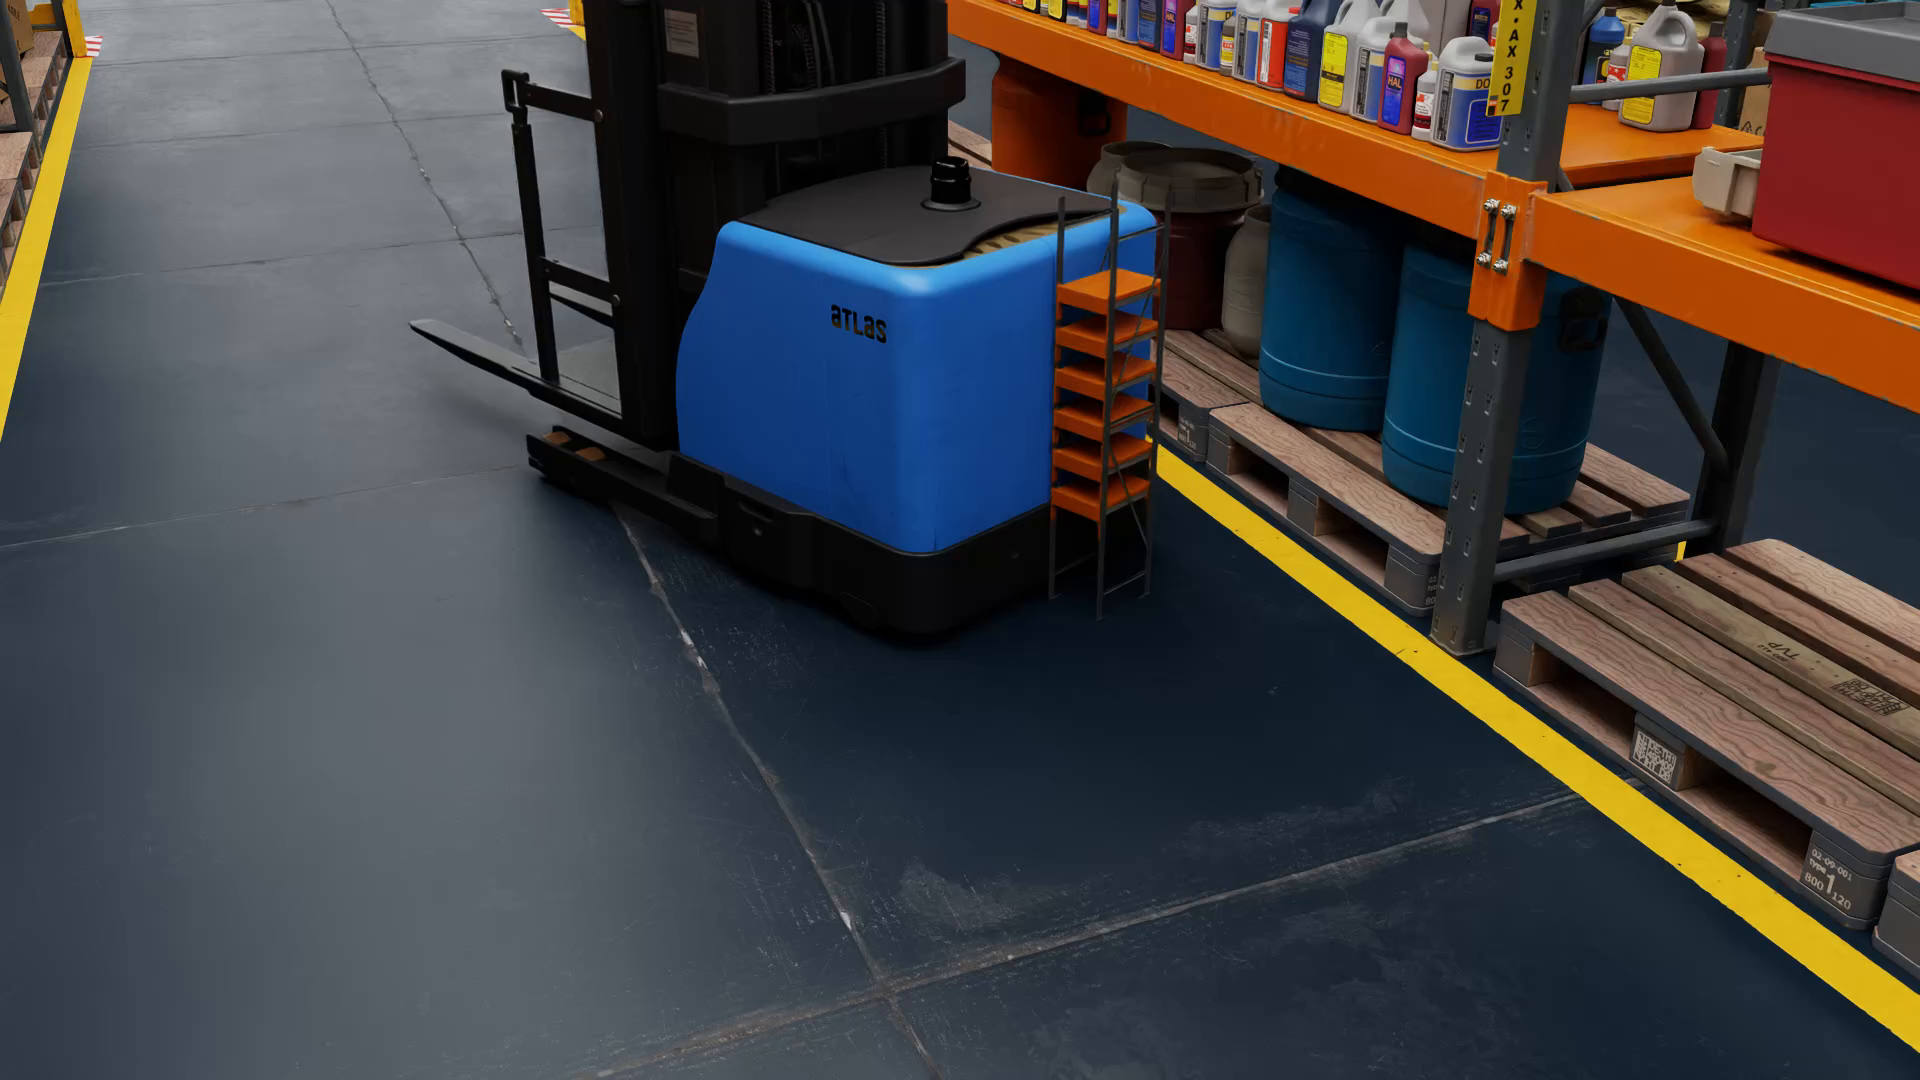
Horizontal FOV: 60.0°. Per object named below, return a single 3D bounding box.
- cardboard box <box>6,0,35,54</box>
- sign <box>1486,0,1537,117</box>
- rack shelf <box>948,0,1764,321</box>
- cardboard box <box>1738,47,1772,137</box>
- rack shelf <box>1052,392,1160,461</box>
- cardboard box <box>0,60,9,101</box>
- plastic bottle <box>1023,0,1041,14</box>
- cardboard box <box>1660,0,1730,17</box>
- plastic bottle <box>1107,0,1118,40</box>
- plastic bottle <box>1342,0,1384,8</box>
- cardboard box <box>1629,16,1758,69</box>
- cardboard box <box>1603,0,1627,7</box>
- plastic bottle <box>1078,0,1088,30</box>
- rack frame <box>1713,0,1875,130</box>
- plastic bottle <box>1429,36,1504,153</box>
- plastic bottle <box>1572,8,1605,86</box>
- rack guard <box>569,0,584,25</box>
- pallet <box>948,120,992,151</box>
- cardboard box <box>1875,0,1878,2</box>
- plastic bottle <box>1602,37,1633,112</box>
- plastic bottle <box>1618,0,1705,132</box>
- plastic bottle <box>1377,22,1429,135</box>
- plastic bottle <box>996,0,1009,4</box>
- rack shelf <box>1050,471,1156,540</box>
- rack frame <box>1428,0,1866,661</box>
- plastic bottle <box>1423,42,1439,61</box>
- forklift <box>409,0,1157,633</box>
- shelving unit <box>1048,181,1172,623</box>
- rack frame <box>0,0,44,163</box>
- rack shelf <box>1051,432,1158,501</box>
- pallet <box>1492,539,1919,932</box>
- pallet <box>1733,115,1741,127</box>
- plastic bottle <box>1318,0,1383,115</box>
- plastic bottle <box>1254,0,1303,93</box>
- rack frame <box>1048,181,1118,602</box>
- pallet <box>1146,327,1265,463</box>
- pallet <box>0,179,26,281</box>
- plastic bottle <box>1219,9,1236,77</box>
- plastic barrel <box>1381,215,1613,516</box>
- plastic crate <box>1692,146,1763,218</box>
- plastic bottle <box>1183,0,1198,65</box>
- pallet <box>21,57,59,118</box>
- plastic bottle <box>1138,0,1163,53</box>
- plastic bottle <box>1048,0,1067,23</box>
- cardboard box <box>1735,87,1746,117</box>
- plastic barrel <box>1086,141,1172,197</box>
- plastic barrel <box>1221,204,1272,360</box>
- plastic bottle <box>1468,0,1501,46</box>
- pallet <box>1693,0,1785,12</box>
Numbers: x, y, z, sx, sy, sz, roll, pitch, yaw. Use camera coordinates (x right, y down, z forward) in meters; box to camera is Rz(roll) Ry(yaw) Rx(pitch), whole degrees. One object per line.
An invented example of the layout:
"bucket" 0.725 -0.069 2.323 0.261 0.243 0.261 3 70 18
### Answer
"cardboard box" -6.962 -3.696 11.772 0.500 0.500 0.500 -3 26 -7
"sign" 1.293 -1.158 3.888 0.100 0.325 0.005 -11 28 -21
"rack shelf" 1.017 -1.612 5.952 1.077 0.370 4.000 -11 28 -21
"cardboard box" 4.708 -2.434 9.163 0.500 0.500 0.500 -9 28 -18
"rack shelf" 0.409 -0.329 4.658 0.180 0.103 0.258 23 34 39
"cardboard box" -6.241 -2.970 10.284 0.500 0.500 0.500 -2 26 -4
"plastic bottle" 0.297 -2.211 6.493 0.061 0.283 0.133 -11 28 -21
"cardboard box" 4.645 -3.270 10.544 0.500 0.311 0.500 -11 28 -22
"plastic bottle" 0.578 -1.937 5.944 0.097 0.271 0.097 0 26 0
"plastic bottle" 1.199 -1.520 5.000 0.144 0.351 0.185 -11 28 -21
"cardboard box" 4.361 -2.966 9.923 0.500 0.311 0.500 -10 28 -19
"cardboard box" 3.957 -3.379 10.768 0.500 0.311 0.500 -11 28 -21
"plastic bottle" 0.488 -2.030 6.135 0.097 0.271 0.097 0 26 0
"rack frame" 4.793 -3.592 9.188 1.000 3.000 0.127 -11 28 -21
"plastic bottle" 1.348 -1.175 4.380 0.152 0.276 0.135 -11 28 -21
"plastic bottle" 1.826 -1.472 4.987 0.152 0.276 0.135 -11 28 -21
"rack guard" -2.826 -4.826 14.565 1.175 0.500 0.348 -11 28 -21
"pallet" -0.508 -2.301 9.721 1.003 0.211 1.213 -11 28 -21
"cardboard box" 8.087 -4.840 14.091 0.700 0.500 0.500 -10 28 -19
"plastic bottle" 1.935 -1.357 4.837 0.097 0.201 0.097 0 26 0
"plastic bottle" 1.945 -1.320 4.590 0.144 0.351 0.185 -11 28 -21
"plastic bottle" 1.216 -1.264 4.554 0.061 0.283 0.133 -11 28 -21
"plastic bottle" 0.192 -2.319 6.714 0.061 0.283 0.133 -11 28 -21
"rack shelf" 0.409 -0.113 4.763 0.180 0.103 0.258 23 34 39
"rack frame" 1.800 -1.128 4.141 1.000 3.000 0.127 -11 28 -21
"plastic bottle" 1.313 -1.318 4.758 0.097 0.201 0.097 0 26 0
"forklift" -0.827 -1.604 5.194 3.031 2.935 1.130 23 34 39
"shelving unit" 0.409 -0.369 4.638 0.189 1.200 0.258 23 34 39
"rack frame" -5.890 -3.506 9.012 1.000 3.000 0.127 -11 28 -21
"rack shelf" 0.409 -0.221 4.710 0.180 0.103 0.258 23 34 39
"pallet" 2.124 0.416 4.158 1.003 0.211 1.213 -11 28 -21
"pallet" 4.506 -2.678 10.494 1.003 0.211 1.213 -11 28 -21
"plastic bottle" 1.139 -1.420 4.796 0.144 0.351 0.185 -11 28 -21
"plastic bottle" 1.008 -1.527 5.099 0.152 0.276 0.135 -11 28 -21
"rack frame" 0.344 -0.397 4.695 0.006 1.200 0.240 23 34 39
"pallet" 1.055 -0.687 6.415 1.003 0.211 1.213 -11 28 -21
"pallet" -5.102 -1.446 7.971 1.003 0.211 1.213 -11 28 -21
"plastic bottle" 0.885 -1.589 5.313 0.097 0.201 0.097 0 26 0
"plastic barrel" 1.603 -0.596 4.965 0.600 0.901 0.708 -11 28 -21
"plastic crate" 1.851 -0.824 3.750 0.396 0.136 0.243 -11 28 -21
"plastic bottle" 0.794 -1.683 5.505 0.097 0.201 0.097 0 26 0
"pallet" -6.667 -3.012 11.177 1.003 0.211 1.213 -11 28 -21
"plastic bottle" 0.708 -1.865 5.707 0.144 0.351 0.185 -11 28 -21
"plastic bottle" 0.388 -2.118 6.302 0.061 0.283 0.133 -11 28 -21
"cardboard box" 4.362 -2.716 10.048 0.500 0.250 0.500 -10 28 -19
"plastic barrel" 0.744 -1.406 7.068 0.421 0.512 0.421 0 26 0
"plastic barrel" 1.187 -0.950 6.134 0.421 0.512 0.421 0 26 0
"plastic bottle" 1.701 -1.655 5.354 0.061 0.283 0.133 -11 28 -21
"pallet" 7.487 -5.071 15.397 1.003 0.211 1.213 -11 28 -21
